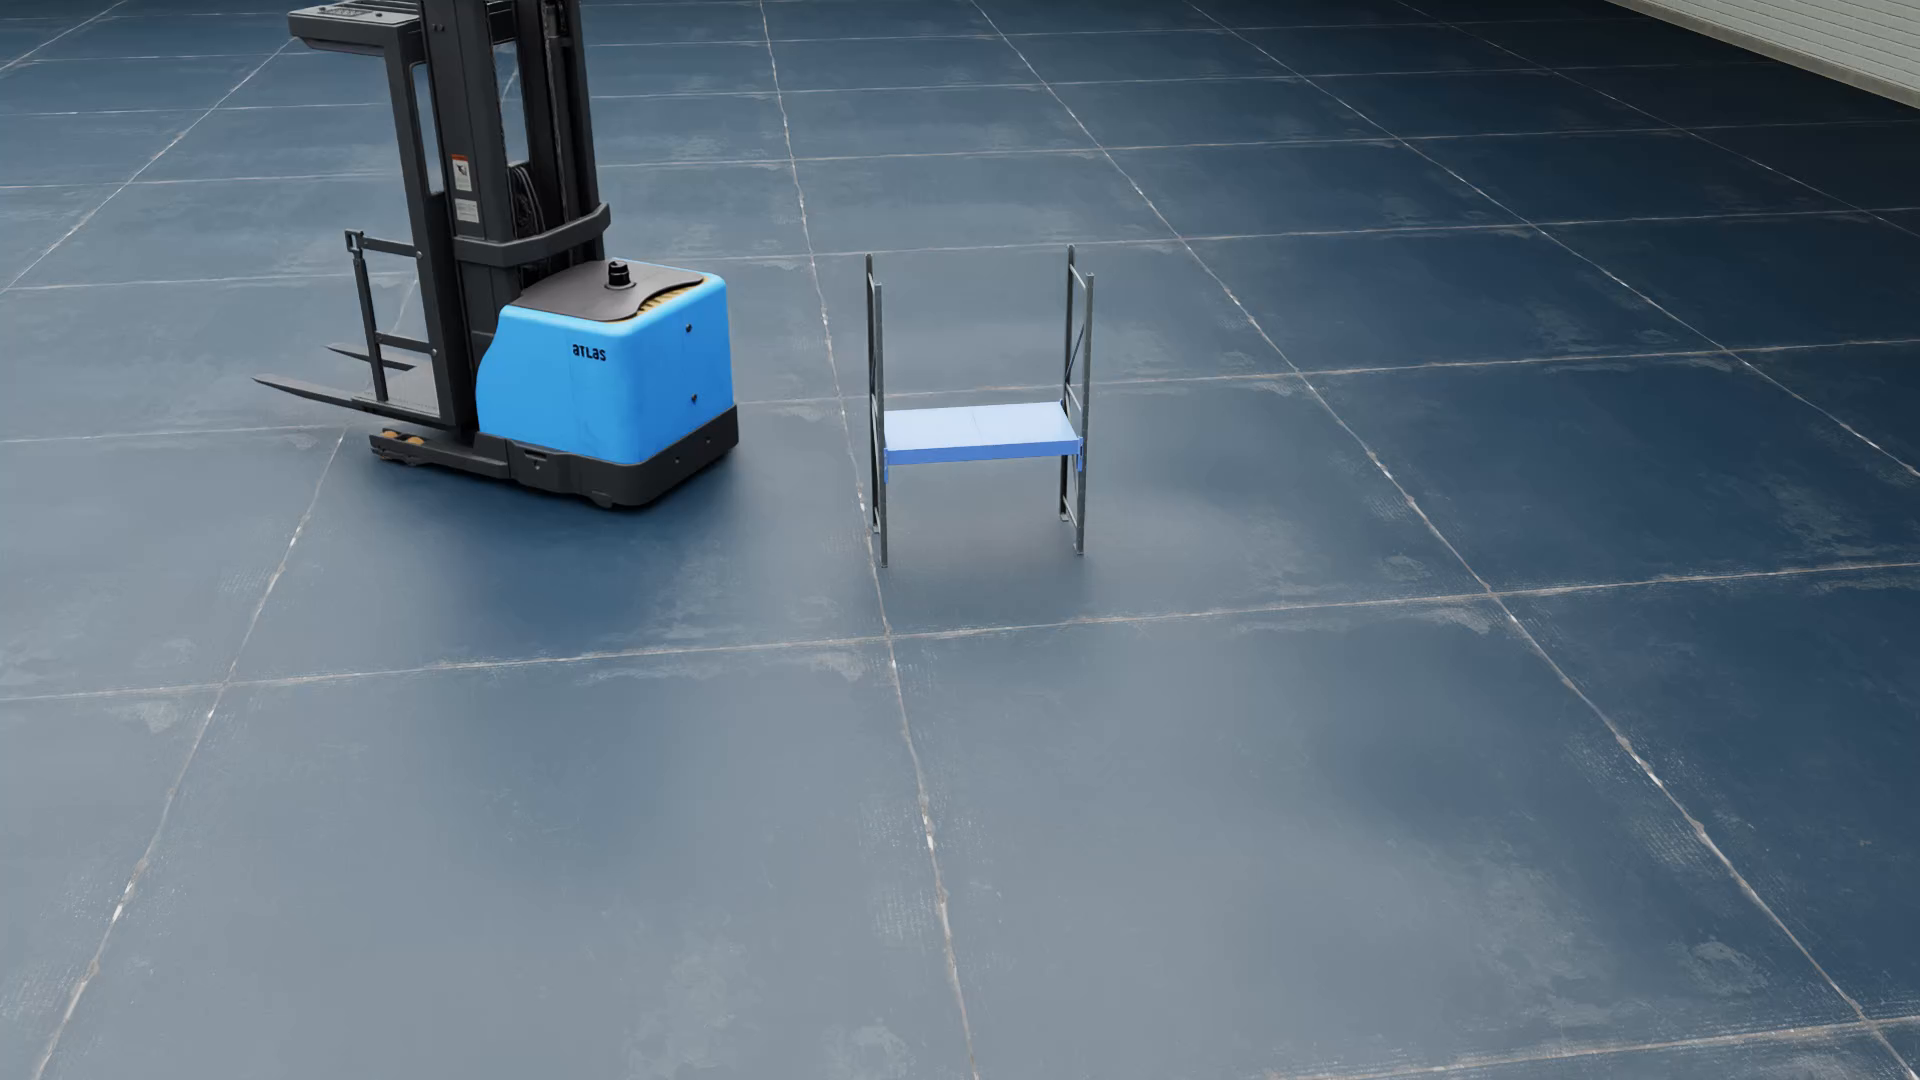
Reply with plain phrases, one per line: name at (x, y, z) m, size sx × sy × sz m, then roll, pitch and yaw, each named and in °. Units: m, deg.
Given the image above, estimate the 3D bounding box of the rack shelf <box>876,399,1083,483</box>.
rack shelf at (0.084, -0.513, 8.500) m, size 1.000 × 0.185 × 0.538 m, roll -4°, pitch 27°, yaw -7°

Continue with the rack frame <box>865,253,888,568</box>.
rack frame at (-0.419, -0.640, 8.355) m, size 0.032 × 1.500 × 0.500 m, roll -4°, pitch 27°, yaw -7°

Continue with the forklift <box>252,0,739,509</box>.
forklift at (-2.843, -1.929, 9.298) m, size 3.031 × 2.935 × 1.130 m, roll 13°, pitch 30°, yaw 23°

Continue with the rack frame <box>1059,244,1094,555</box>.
rack frame at (0.588, -0.705, 8.481) m, size 0.032 × 1.500 × 0.500 m, roll -4°, pitch 27°, yaw -7°

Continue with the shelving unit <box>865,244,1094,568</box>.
shelving unit at (0.084, -0.673, 8.418) m, size 1.048 × 1.500 × 0.538 m, roll -4°, pitch 27°, yaw -7°
